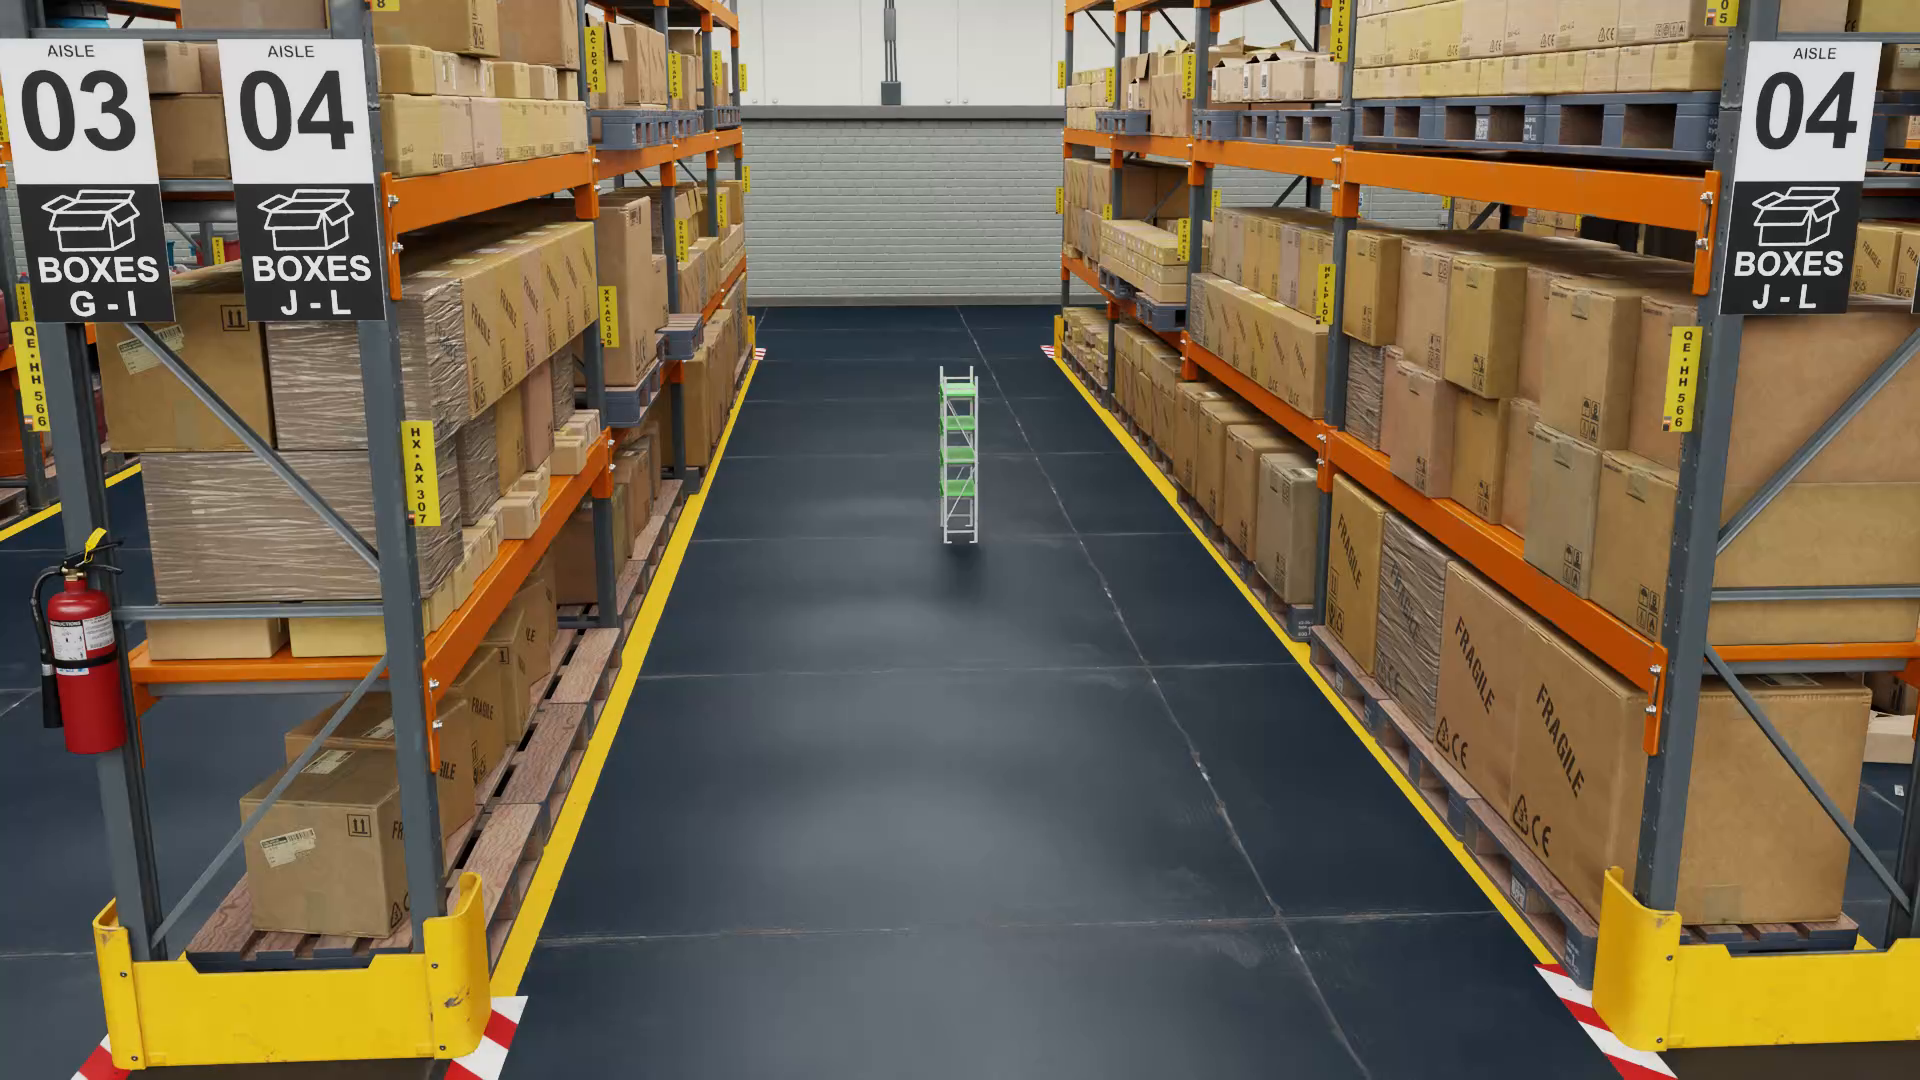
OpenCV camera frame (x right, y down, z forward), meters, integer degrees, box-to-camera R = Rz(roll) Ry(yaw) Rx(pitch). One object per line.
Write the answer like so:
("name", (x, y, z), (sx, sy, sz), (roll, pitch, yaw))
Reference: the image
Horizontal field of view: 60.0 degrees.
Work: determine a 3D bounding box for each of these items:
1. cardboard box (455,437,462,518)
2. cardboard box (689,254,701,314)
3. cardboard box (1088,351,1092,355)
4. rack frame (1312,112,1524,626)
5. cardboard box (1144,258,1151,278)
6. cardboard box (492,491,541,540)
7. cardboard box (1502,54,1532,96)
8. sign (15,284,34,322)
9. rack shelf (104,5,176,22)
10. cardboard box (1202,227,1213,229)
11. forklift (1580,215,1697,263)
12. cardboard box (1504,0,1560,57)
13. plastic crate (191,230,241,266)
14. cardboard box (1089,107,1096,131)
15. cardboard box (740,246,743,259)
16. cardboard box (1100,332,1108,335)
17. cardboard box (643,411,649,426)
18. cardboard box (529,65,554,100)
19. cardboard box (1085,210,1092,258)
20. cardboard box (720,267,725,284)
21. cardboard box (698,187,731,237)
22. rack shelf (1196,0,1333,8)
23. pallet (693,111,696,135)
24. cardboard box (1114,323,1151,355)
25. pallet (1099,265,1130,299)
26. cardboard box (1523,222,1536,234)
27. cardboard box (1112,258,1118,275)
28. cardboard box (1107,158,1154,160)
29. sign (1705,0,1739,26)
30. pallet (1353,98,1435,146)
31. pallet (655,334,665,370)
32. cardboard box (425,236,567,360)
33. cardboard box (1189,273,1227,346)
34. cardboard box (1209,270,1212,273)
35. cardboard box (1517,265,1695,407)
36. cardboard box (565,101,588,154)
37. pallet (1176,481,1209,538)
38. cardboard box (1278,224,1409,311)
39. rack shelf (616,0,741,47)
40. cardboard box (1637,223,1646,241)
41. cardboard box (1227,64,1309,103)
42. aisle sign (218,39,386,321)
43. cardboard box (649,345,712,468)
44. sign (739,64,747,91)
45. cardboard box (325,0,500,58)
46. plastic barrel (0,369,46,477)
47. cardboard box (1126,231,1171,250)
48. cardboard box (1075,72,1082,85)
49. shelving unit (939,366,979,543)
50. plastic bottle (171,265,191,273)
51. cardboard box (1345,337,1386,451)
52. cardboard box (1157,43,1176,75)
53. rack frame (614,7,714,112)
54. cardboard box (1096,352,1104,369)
("cardboard box", (-2.339, -0.225, 6.085), (0.875, 0.500, 0.500), (-1, 14, -3))
("cardboard box", (-2.506, -2.192, 14.325), (0.500, 0.500, 0.500), (-1, 14, -4))
("cardboard box", (1.654, -2.047, 18.843), (0.380, 0.149, 0.250), (-1, 14, -2))
("rack frame", (2.527, -0.820, 9.192), (1.000, 3.000, 0.127), (-1, 14, -3))
("cardboard box", (1.757, -2.288, 13.962), (0.380, 0.149, 0.250), (-1, 14, -2))
("cardboard box", (-1.958, -0.101, 6.902), (0.380, 0.149, 0.250), (-1, 14, -3))
("cardboard box", (2.338, -1.801, 6.447), (0.380, 0.149, 0.250), (-1, 14, -3))
("sign", (-7.072, -1.776, 12.581), (0.100, 0.325, 0.005), (-1, 14, -3))
("rack shelf", (-7.993, -5.542, 17.753), (1.077, 0.370, 4.000), (-1, 14, -3))
("cardboard box", (2.311, -2.825, 15.452), (0.380, 0.149, 0.250), (-1, 14, -5))
("forklift", (5.036, -1.346, 11.377), (1.130, 2.935, 3.031), (-9, 17, -32))
("cardboard box", (2.405, -1.967, 6.294), (0.500, 0.250, 0.500), (-1, 14, -4))
("plastic crate", (-7.674, -2.967, 17.290), (0.402, 0.464, 0.583), (-1, 14, -3))
("cardboard box", (1.680, -4.558, 18.002), (0.500, 0.250, 0.500), (-1, 14, -4))
("cardboard box", (-2.790, -3.420, 19.803), (0.380, 0.149, 0.250), (-1, 14, -3))
("cardboard box", (1.733, -2.195, 18.222), (0.380, 0.149, 0.250), (0, 14, -2))
("cardboard box", (-2.606, -0.962, 12.376), (0.500, 0.250, 0.500), (0, 14, -1))
("cardboard box", (-2.051, -2.068, 7.524), (0.380, 0.149, 0.250), (-1, 14, -5))
("cardboard box", (1.659, -3.370, 18.308), (0.500, 0.500, 0.500), (-1, 14, -4))
("cardboard box", (-2.612, -2.715, 17.062), (0.380, 0.149, 0.250), (-1, 14, -3))
("cardboard box", (-2.760, -3.567, 18.070), (0.500, 0.500, 0.500), (-1, 14, -5))
("rack shelf", (2.403, -3.680, 10.517), (1.077, 0.370, 4.000), (-1, 14, -3))
("pallet", (-2.843, -3.561, 14.208), (1.003, 0.211, 1.213), (0, 14, -1))
("cardboard box", (1.813, -1.977, 16.360), (0.500, 0.250, 0.500), (-2, 15, -6))
("pallet", (1.933, -2.524, 16.201), (1.003, 0.211, 1.213), (-1, 14, -3))
("cardboard box", (6.598, -3.323, 18.722), (0.500, 0.500, 0.500), (-1, 14, -4))
("cardboard box", (1.646, -2.592, 15.743), (0.380, 0.149, 0.250), (-1, 14, -3))
("cardboard box", (2.060, -4.371, 20.189), (0.500, 0.500, 0.500), (-1, 14, -5))
("sign", (2.232, -1.663, 4.832), (0.100, 0.325, 0.005), (-1, 14, -3))
("pallet", (2.567, -2.026, 8.038), (1.003, 0.211, 1.213), (-1, 14, -3))
("pallet", (-2.514, -1.178, 10.971), (1.003, 0.211, 1.213), (-1, 14, -3))
("cardboard box", (-2.065, -1.088, 7.433), (0.500, 0.500, 0.500), (-1, 14, -3))
("cardboard box", (2.037, -1.747, 12.596), (0.500, 0.500, 0.500), (-1, 14, -3))
("cardboard box", (2.382, -2.278, 14.520), (0.380, 0.149, 0.250), (0, 14, -2))
("cardboard box", (2.765, -0.790, 6.609), (0.875, 0.550, 0.550), (-1, 14, -3))
("cardboard box", (-2.141, -2.039, 8.212), (0.500, 0.250, 0.500), (0, 14, -1))
("pallet", (2.253, -0.267, 12.639), (1.003, 0.211, 1.213), (-1, 14, -3))
("cardboard box", (2.425, -1.729, 10.520), (0.700, 0.500, 0.500), (-1, 14, -3))
("rack shelf", (-3.049, -5.618, 18.050), (1.077, 0.370, 4.000), (-1, 14, -3))
("cardboard box", (6.794, -3.079, 15.765), (0.500, 0.500, 0.500), (-1, 14, -5))
("cardboard box", (2.135, -3.138, 11.441), (0.500, 0.250, 0.500), (0, 14, -2))
("aisle sign", (-1.879, -1.021, 4.760), (0.394, 0.787, 0.004), (-1, 14, -3))
("cardboard box", (-2.700, -1.109, 13.739), (1.225, 0.875, 0.875), (-2, 15, -6))
("sign", (-2.631, -5.601, 20.136), (0.100, 0.325, 0.005), (-1, 14, -3))
("cardboard box", (-2.004, -2.034, 6.091), (0.500, 0.500, 0.500), (-1, 14, -4))
("plastic barrel", (-7.668, -0.960, 13.251), (0.600, 0.830, 0.708), (-1, 14, -3))
("cardboard box", (1.698, -2.685, 14.911), (0.380, 0.149, 0.250), (0, 14, -2))
("cardboard box", (1.532, -5.342, 19.248), (0.380, 0.149, 0.250), (-1, 14, -3))
("shelving unit", (-0.010, -0.622, 12.037), (0.258, 1.200, 0.503), (-1, 14, -3))
("plastic bottle", (-7.522, -2.528, 16.081), (0.152, 0.276, 0.135), (-1, 14, -3))
("cardboard box", (2.562, -0.801, 8.817), (0.875, 0.550, 0.550), (-1, 14, -3))
("cardboard box", (1.894, -4.102, 14.194), (0.396, 0.266, 0.258), (-1, 14, -3))
("rack frame", (-2.925, -5.663, 15.977), (1.000, 3.000, 0.127), (-1, 14, -3))
("cardboard box", (1.665, -1.916, 17.737), (0.380, 0.149, 0.250), (-2, 15, -6))
